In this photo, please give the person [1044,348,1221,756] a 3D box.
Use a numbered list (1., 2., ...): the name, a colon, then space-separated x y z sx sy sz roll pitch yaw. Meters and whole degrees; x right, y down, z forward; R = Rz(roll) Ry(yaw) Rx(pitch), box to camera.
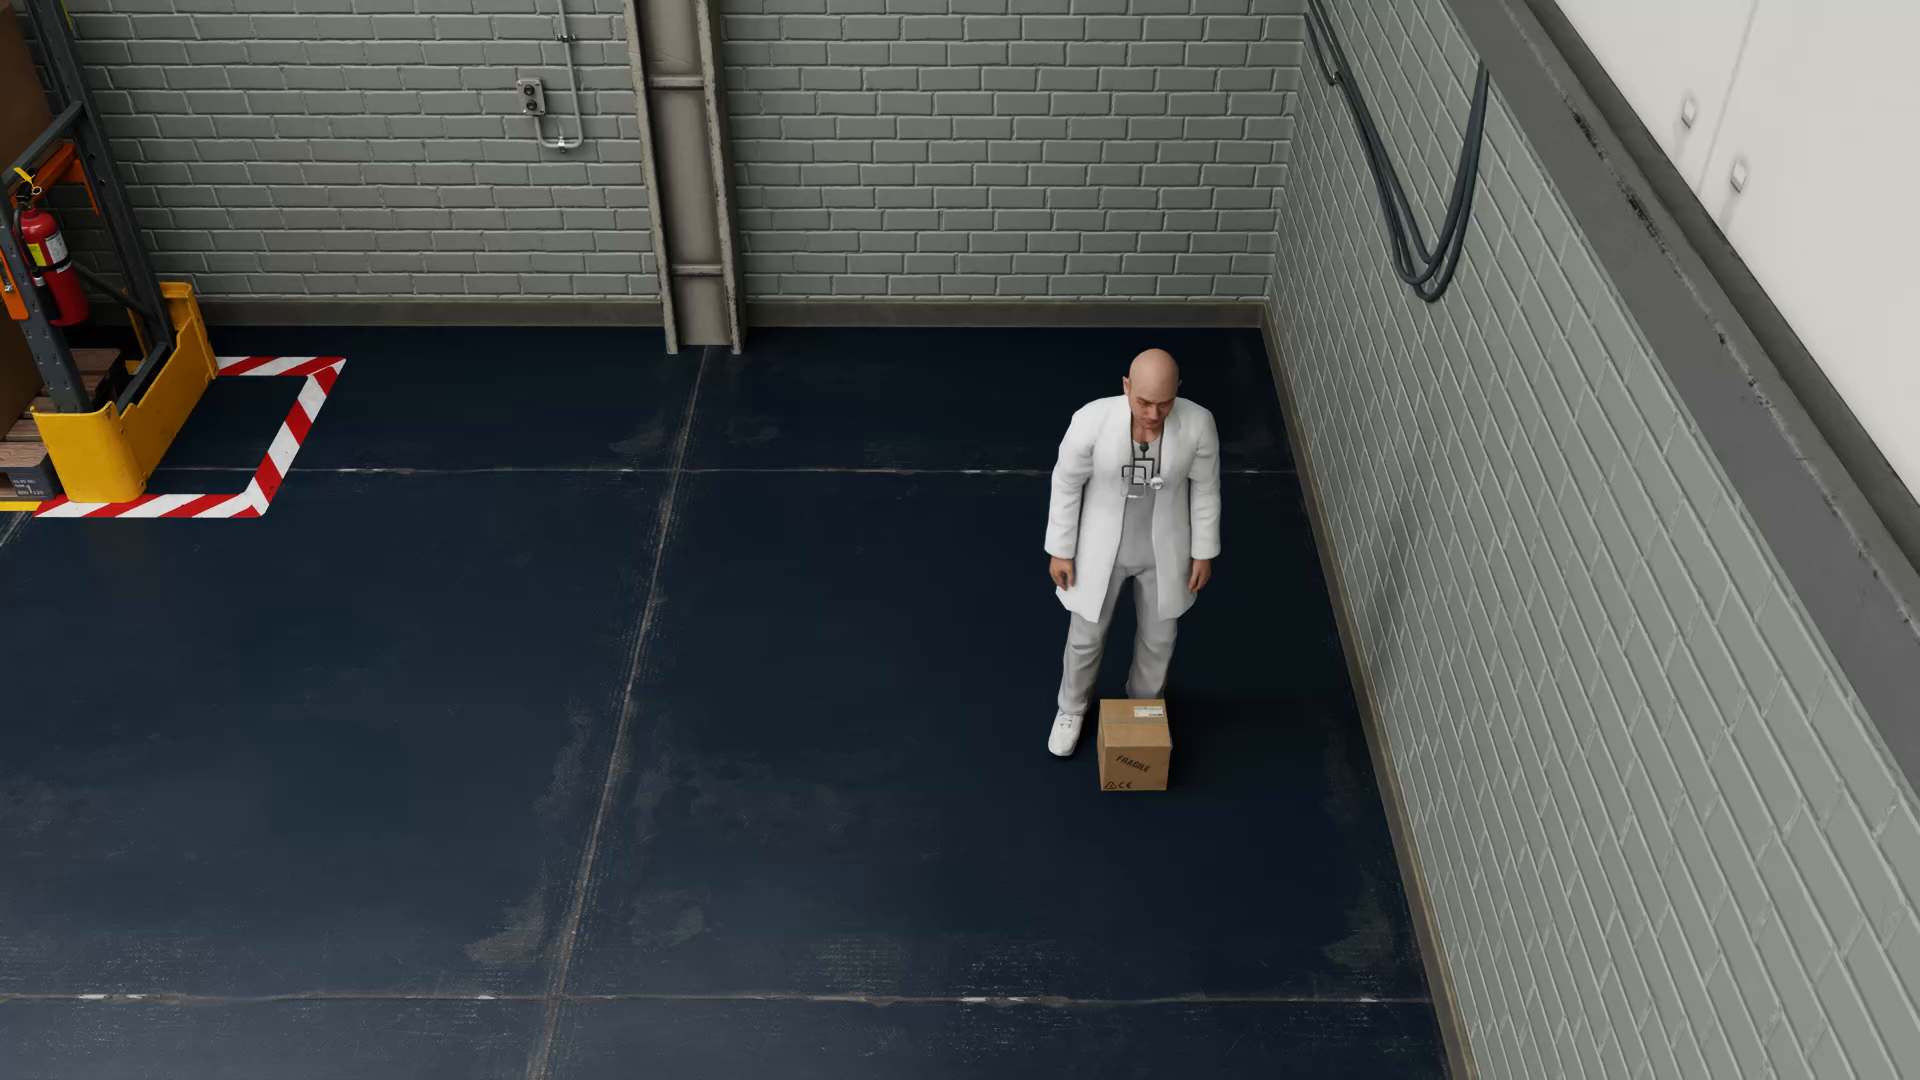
1. person: 0.631 0.045 6.110 0.644 1.774 0.428 0 39 0
